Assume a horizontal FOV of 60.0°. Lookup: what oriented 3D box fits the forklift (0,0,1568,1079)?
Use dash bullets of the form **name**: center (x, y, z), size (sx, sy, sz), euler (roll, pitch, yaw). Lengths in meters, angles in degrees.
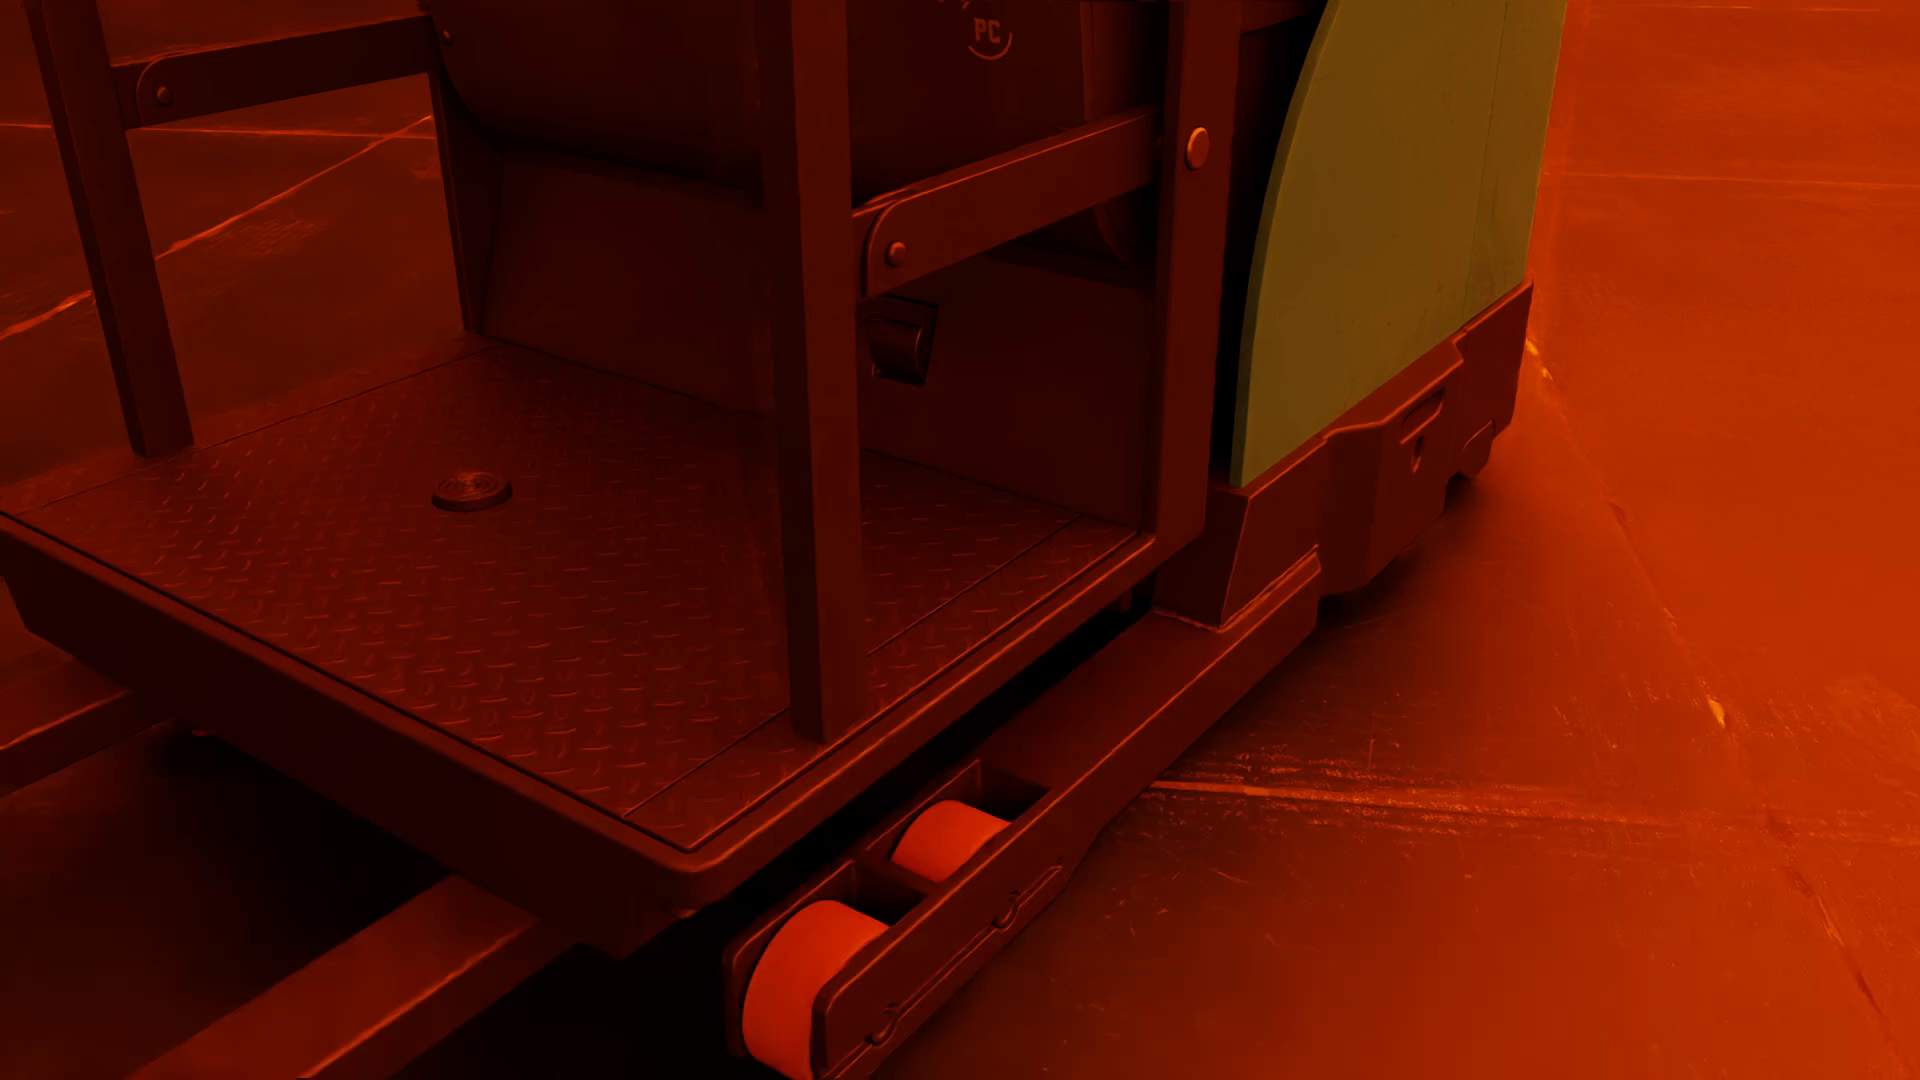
- **forklift**: center (-0.355, -1.060, 1.342), size (1.130, 2.935, 3.031), euler (18, 32, 32)
